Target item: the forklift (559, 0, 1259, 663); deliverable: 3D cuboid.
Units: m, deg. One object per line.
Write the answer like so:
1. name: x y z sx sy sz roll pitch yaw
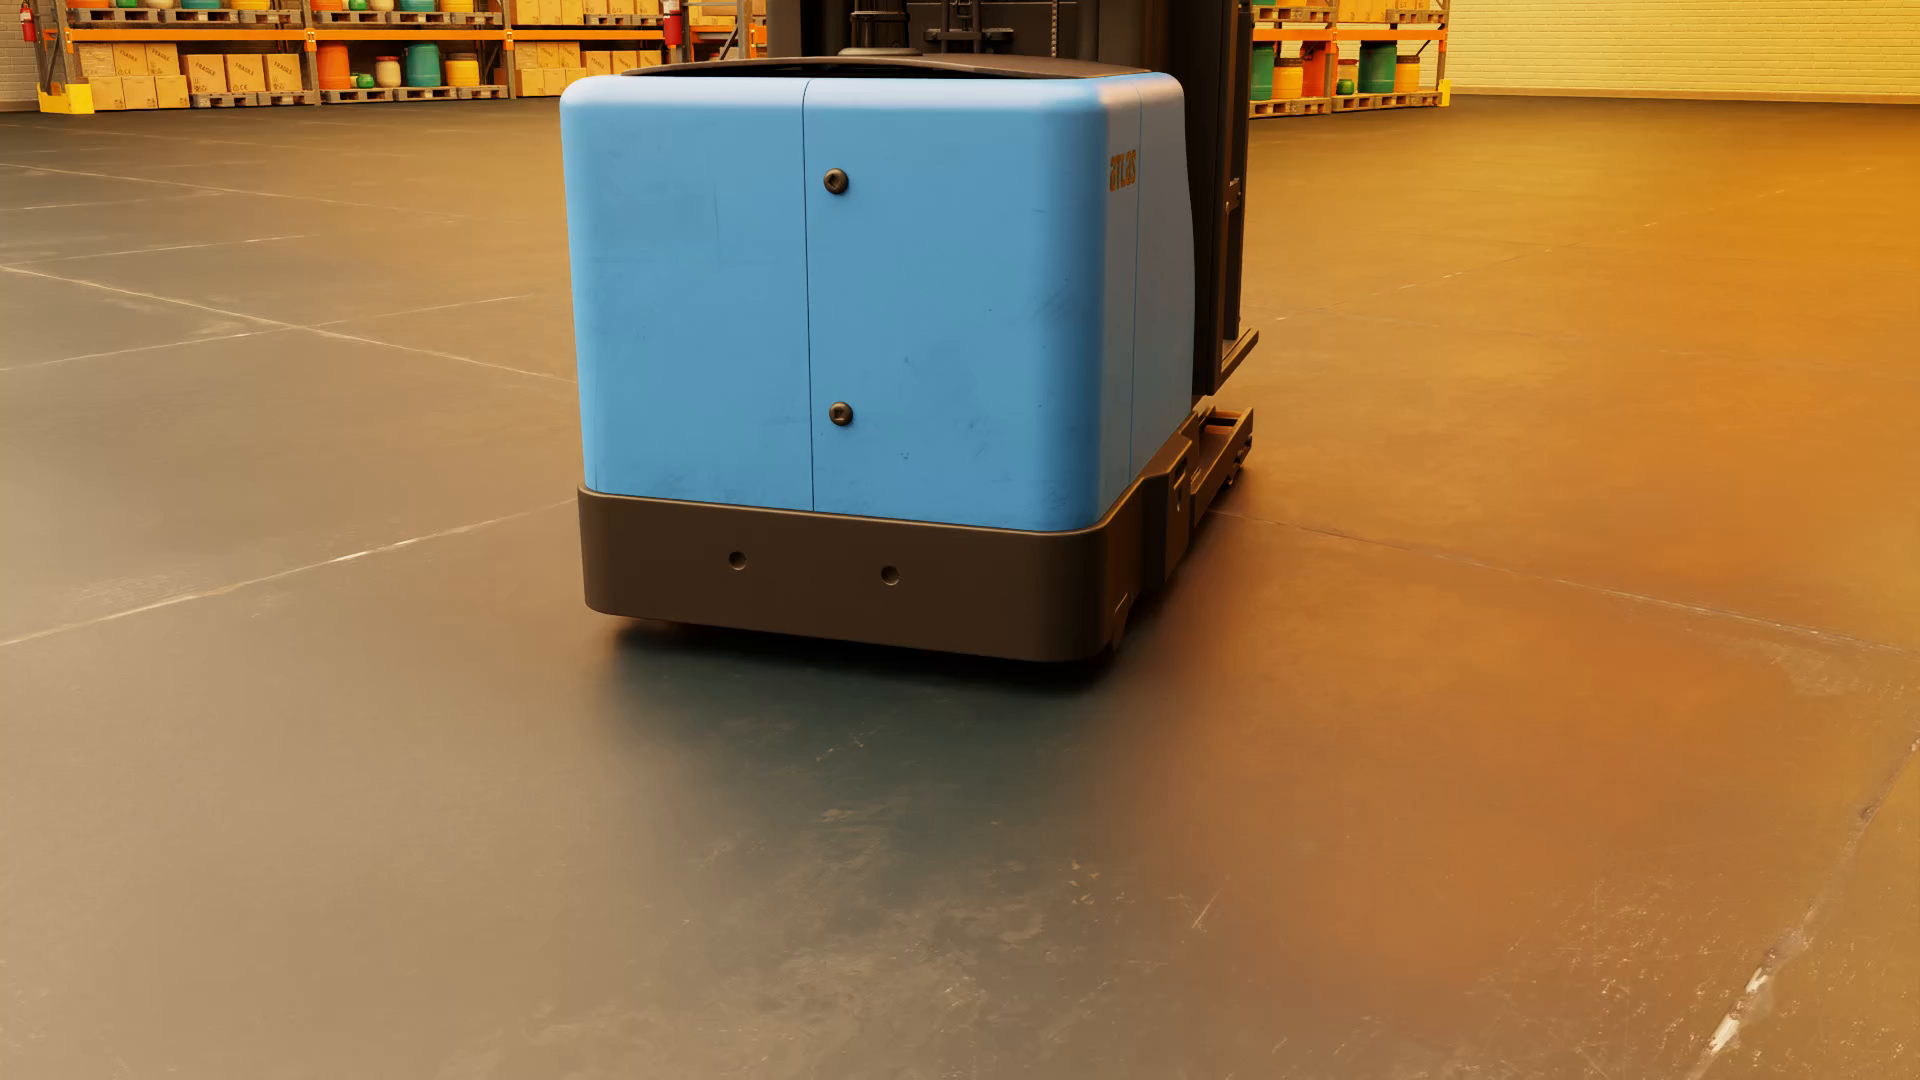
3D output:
1. forklift: 0.182 -1.571 4.072 1.130 2.935 3.031 5 18 17
